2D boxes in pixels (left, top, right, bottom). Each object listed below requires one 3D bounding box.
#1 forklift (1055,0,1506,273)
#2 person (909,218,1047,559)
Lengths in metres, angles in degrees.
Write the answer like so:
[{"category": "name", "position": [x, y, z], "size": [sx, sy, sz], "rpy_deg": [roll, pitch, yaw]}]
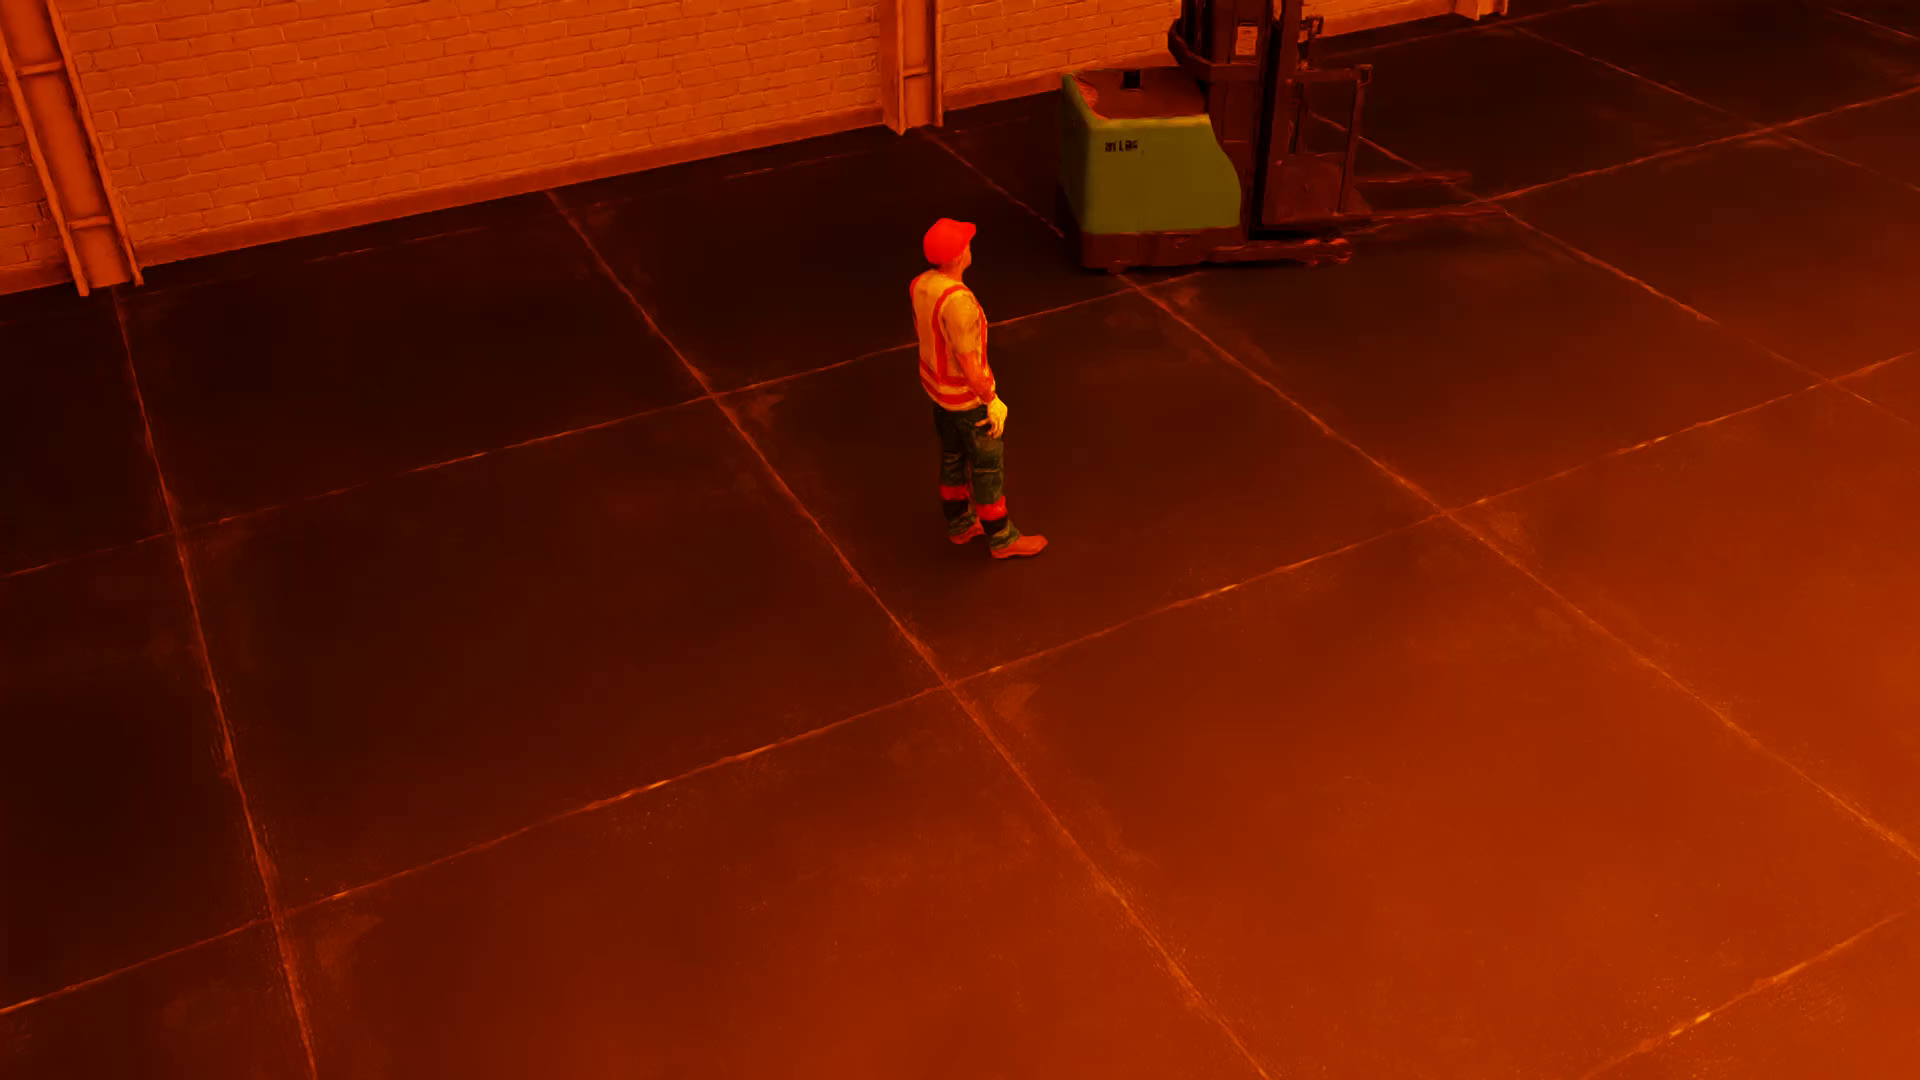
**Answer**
[{"category": "forklift", "position": [2.235, -3.369, 10.889], "size": [3.031, 2.935, 1.130], "rpy_deg": [-5, 36, -7]}, {"category": "person", "position": [0.076, -0.752, 8.165], "size": [0.563, 1.787, 0.637], "rpy_deg": [-17, 39, -23]}]
